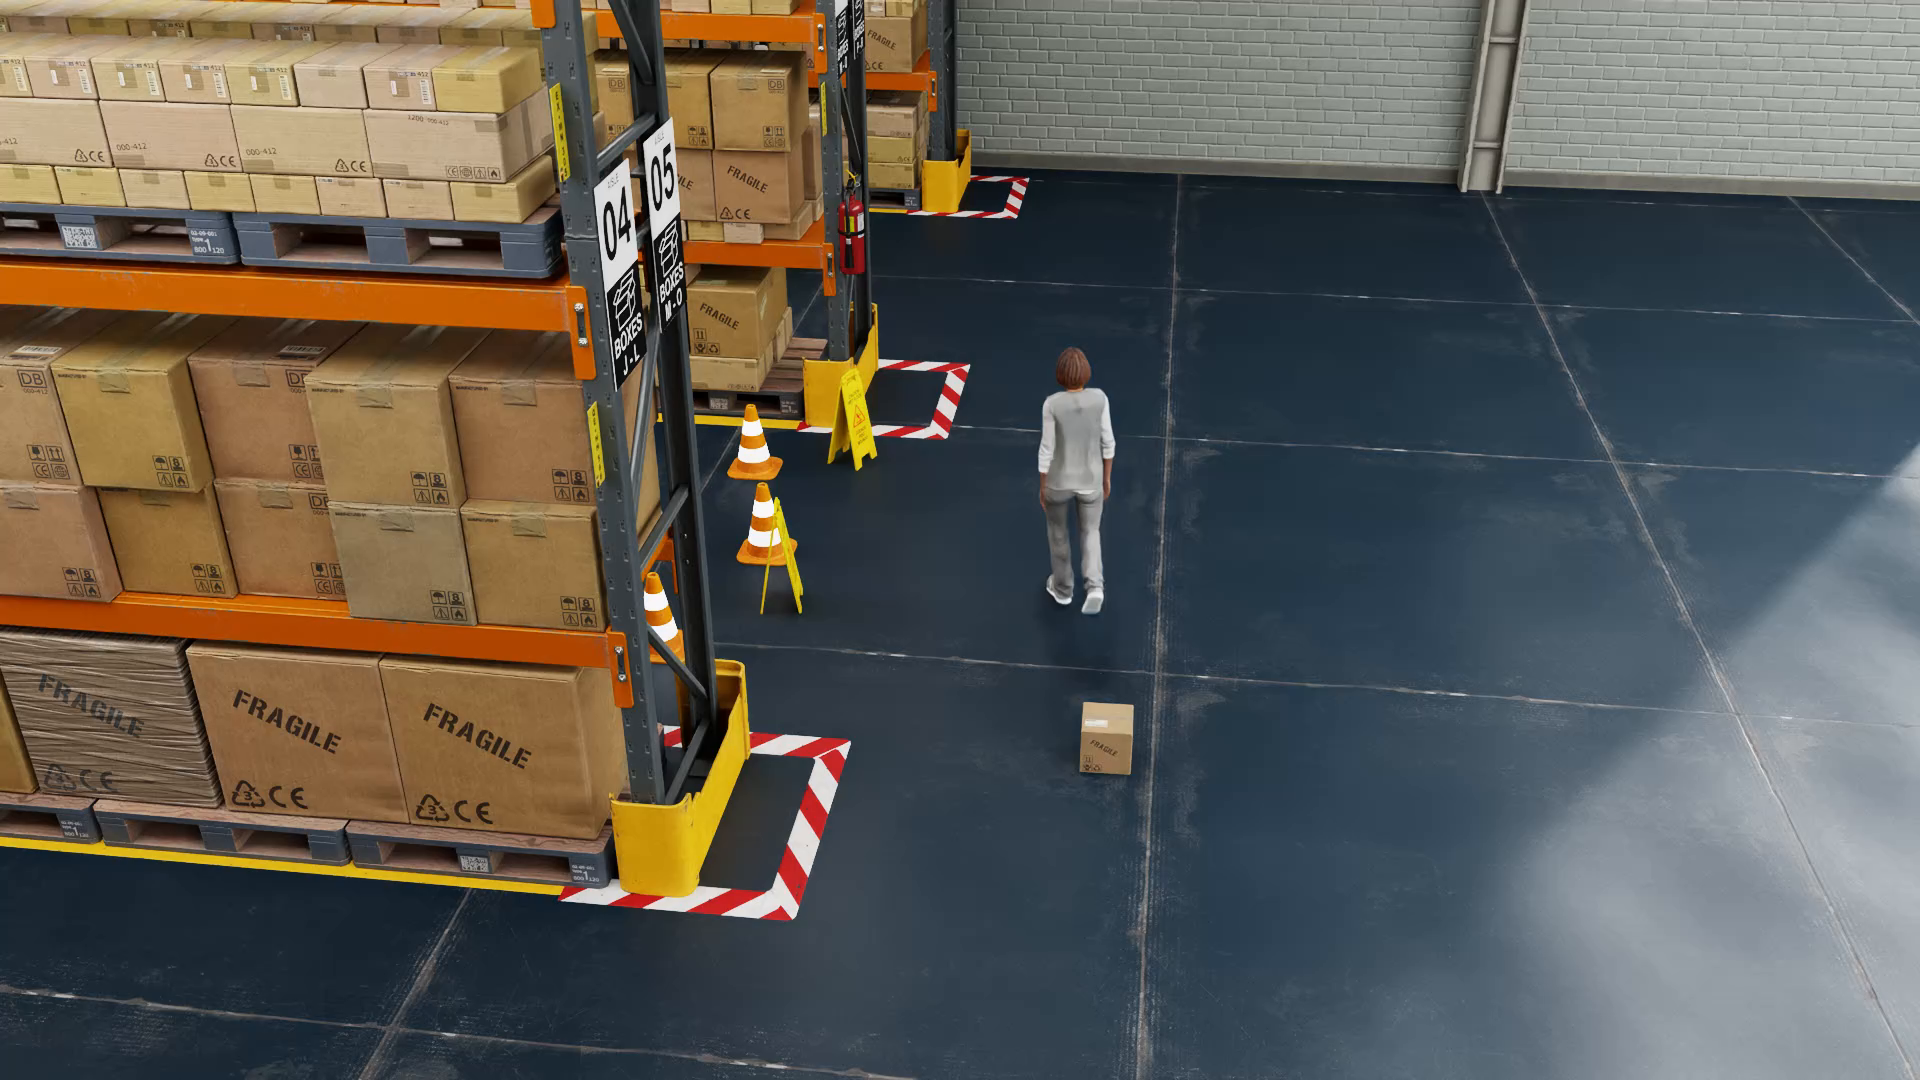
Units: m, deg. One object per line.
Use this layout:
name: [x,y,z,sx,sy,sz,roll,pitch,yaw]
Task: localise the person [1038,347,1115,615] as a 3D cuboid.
person: [0.645,-0.285,9.117,0.424,1.578,0.666,-4,29,-8]
